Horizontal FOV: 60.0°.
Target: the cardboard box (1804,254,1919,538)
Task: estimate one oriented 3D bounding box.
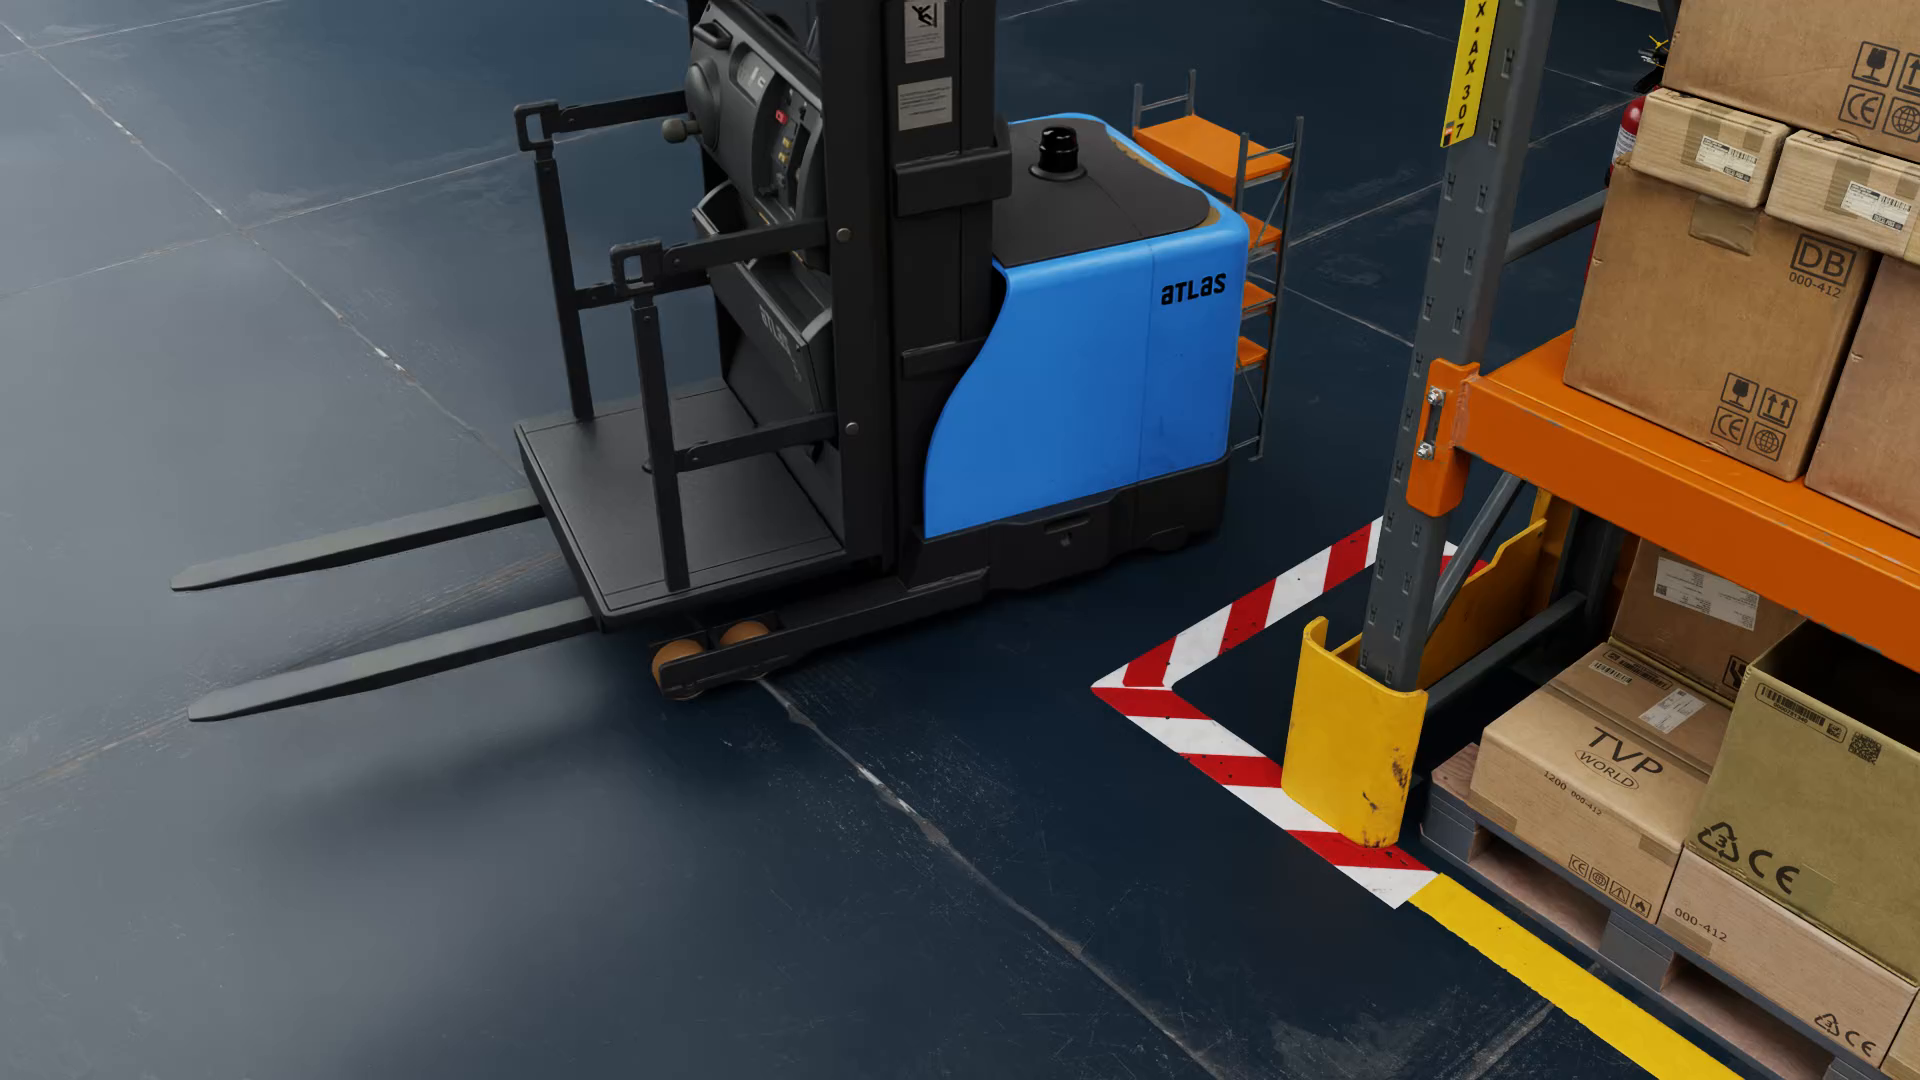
[{"bbox_3d":[2.019,-0.319,3.018,0.700,0.500,0.500,-25,42,-31],"label":"cardboard box"}]

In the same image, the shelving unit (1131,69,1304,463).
[{"bbox_3d":[0.785,-0.849,5.411,0.258,1.200,0.503,-22,41,-27],"label":"shelving unit"}]

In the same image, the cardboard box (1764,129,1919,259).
[{"bbox_3d":[1.646,-0.655,2.932,0.380,0.149,0.250,-27,43,-33],"label":"cardboard box"}]

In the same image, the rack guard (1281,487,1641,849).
[{"bbox_3d":[1.369,0.291,4.407,1.175,0.500,0.348,-26,43,-32],"label":"rack guard"}]

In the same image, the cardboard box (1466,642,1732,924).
[{"bbox_3d":[1.561,0.552,3.892,0.500,0.250,0.500,-26,43,-32],"label":"cardboard box"}]

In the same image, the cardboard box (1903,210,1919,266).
[{"bbox_3d":[1.806,-0.545,2.776,0.380,0.149,0.250,-26,43,-32],"label":"cardboard box"}]

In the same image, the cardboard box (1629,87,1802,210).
[{"bbox_3d":[1.474,-0.771,3.095,0.380,0.149,0.250,-26,43,-32],"label":"cardboard box"}]

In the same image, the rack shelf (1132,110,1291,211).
[{"bbox_3d":[0.785,-1.170,5.184,0.258,0.148,0.480,-22,41,-27],"label":"rack shelf"}]

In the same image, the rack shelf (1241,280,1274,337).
[{"bbox_3d":[0.785,-0.795,5.450,0.258,0.148,0.480,-22,41,-27],"label":"rack shelf"}]

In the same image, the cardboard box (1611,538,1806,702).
[{"bbox_3d":[1.958,0.052,3.949,0.500,0.500,0.500,-26,43,-32],"label":"cardboard box"}]

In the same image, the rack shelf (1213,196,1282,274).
[{"bbox_3d":[0.785,-0.977,5.321,0.258,0.148,0.480,-22,41,-27],"label":"rack shelf"}]

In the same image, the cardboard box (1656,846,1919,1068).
[{"bbox_3d":[1.886,0.771,3.582,0.500,0.250,0.500,-26,43,-32],"label":"cardboard box"}]

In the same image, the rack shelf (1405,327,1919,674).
[{"bbox_3d":[2.675,0.458,2.631,1.077,0.370,4.000,-26,43,-32],"label":"rack shelf"}]

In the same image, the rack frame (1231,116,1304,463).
[{"bbox_3d":[0.922,-0.733,5.247,0.240,1.200,0.015,-22,41,-27],"label":"rack frame"}]

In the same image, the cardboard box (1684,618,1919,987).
[{"bbox_3d":[1.885,0.466,3.364,0.500,0.500,0.500,-26,43,-32],"label":"cardboard box"}]

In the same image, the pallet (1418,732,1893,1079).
[{"bbox_3d":[1.910,0.741,4.021,1.003,0.211,1.213,-26,43,-32],"label":"pallet"}]

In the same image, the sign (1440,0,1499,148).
[{"bbox_3d":[0.957,-0.900,3.108,0.100,0.325,0.005,-26,43,-32],"label":"sign"}]

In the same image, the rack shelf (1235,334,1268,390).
[{"bbox_3d":[0.785,-0.633,5.565,0.258,0.148,0.480,-22,41,-27],"label":"rack shelf"}]

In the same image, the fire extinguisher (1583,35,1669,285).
[{"bbox_3d":[1.663,-0.913,4.010,0.296,0.674,0.183,-26,43,-32],"label":"fire extinguisher"}]

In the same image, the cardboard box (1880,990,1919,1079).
[{"bbox_3d":[2.209,0.992,3.270,0.500,0.250,0.500,-26,43,-32],"label":"cardboard box"}]

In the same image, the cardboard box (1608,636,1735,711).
[{"bbox_3d":[1.957,0.358,4.164,0.500,0.250,0.500,-26,43,-32],"label":"cardboard box"}]

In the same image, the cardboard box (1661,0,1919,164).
[{"bbox_3d":[1.710,-1.055,2.935,0.700,0.500,0.500,-26,43,-32],"label":"cardboard box"}]

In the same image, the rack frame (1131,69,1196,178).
[{"bbox_3d":[0.647,-0.966,5.576,0.240,1.200,0.015,-22,41,-27],"label":"rack frame"}]

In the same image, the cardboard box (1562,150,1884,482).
[{"bbox_3d":[1.676,-0.549,3.343,0.700,0.500,0.500,-26,43,-32],"label":"cardboard box"}]

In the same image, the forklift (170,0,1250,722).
[{"bbox_3d":[-0.724,-1.101,4.269,3.031,2.935,1.130,-15,38,-20],"label":"forklift"}]

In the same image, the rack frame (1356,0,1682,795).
[{"bbox_3d":[1.385,-0.719,3.670,1.000,3.000,0.127,-26,43,-32],"label":"rack frame"}]
